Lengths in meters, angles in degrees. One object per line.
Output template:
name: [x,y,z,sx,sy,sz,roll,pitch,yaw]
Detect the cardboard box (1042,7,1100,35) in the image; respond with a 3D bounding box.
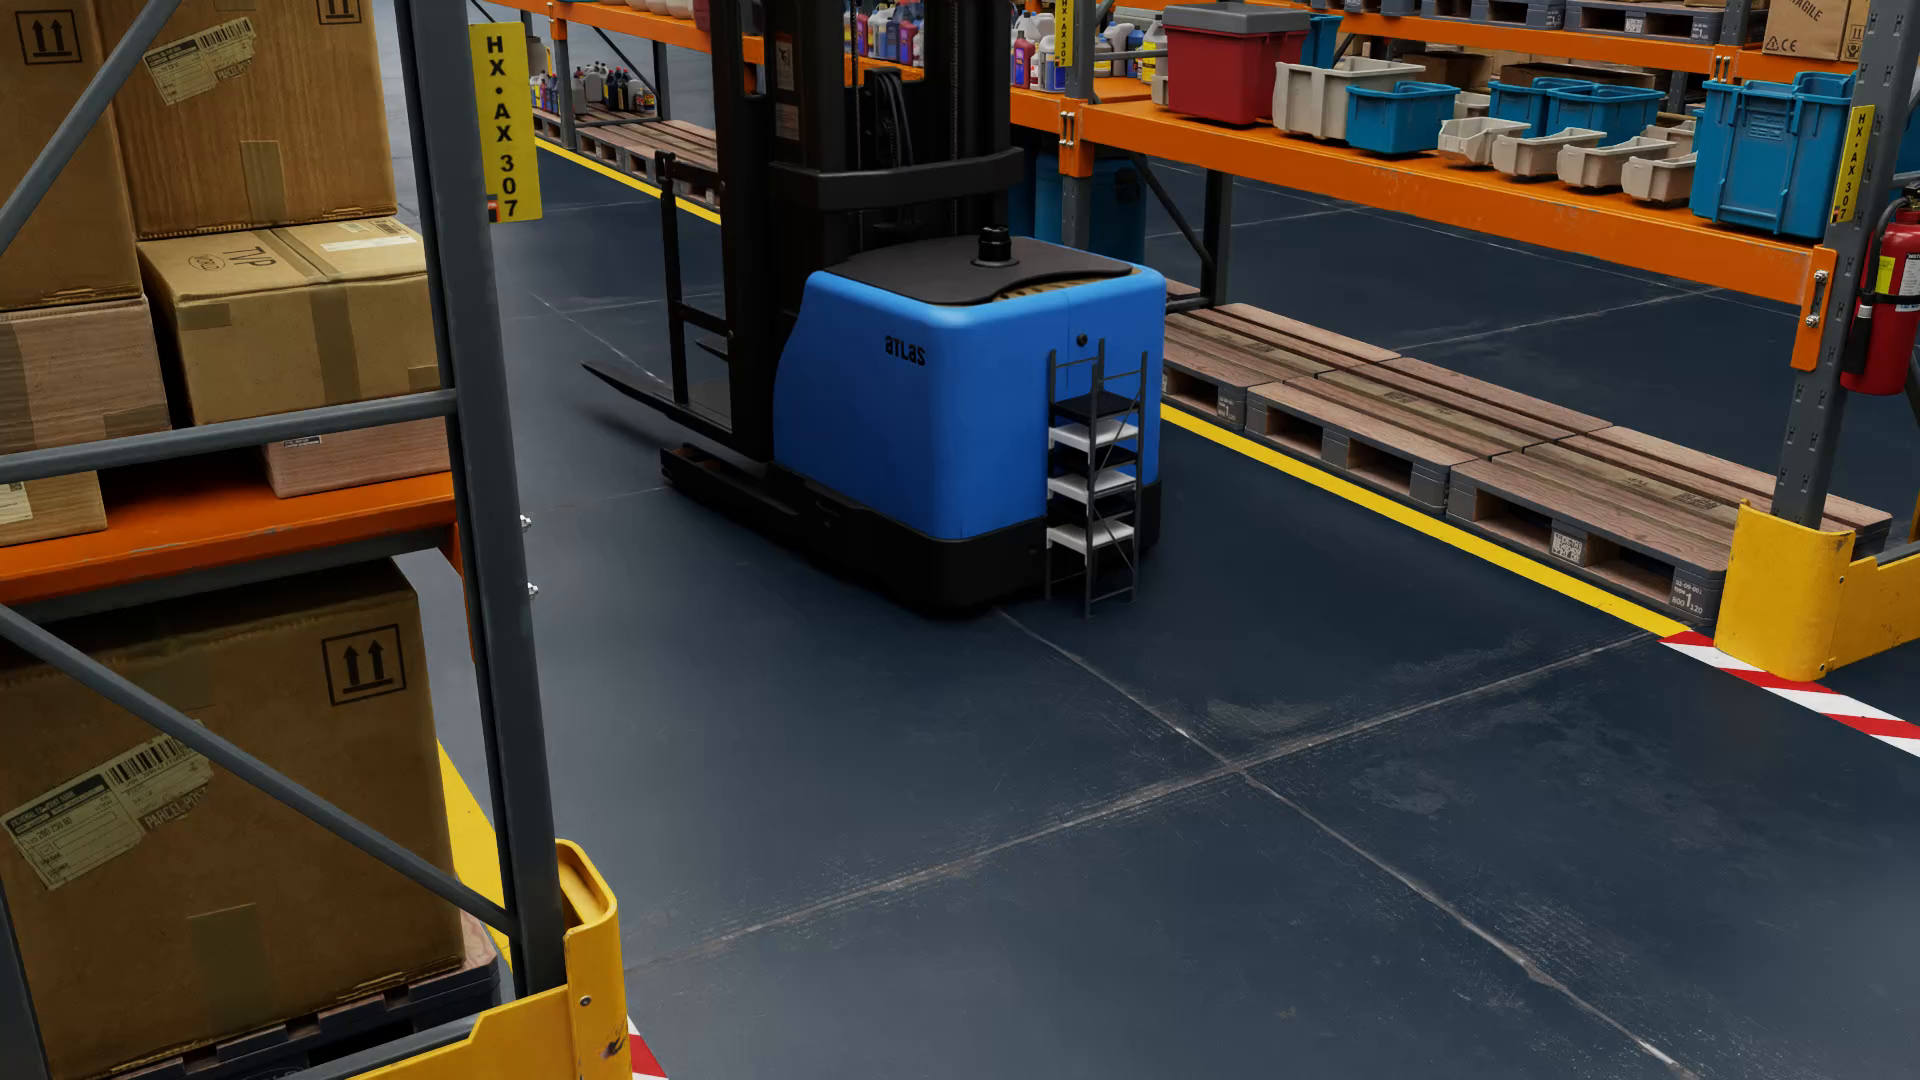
cardboard box: [1.176,-5.422,17.765,0.500,0.500,0.500,-13,25,-28]

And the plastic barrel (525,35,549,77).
plastic barrel: [-4.502,-4.968,17.297,0.421,0.512,0.421,0,22,0]

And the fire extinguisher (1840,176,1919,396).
fire extinguisher: [2.699,-0.762,4.801,0.296,0.674,0.183,-13,25,-28]

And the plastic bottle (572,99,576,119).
plastic bottle: [-3.570,-3.957,15.194,0.097,0.201,0.097,0,22,0]

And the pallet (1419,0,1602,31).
pallet: [4.184,-3.931,12.254,1.003,0.211,1.213,-13,25,-28]

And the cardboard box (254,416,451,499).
cardboard box: [-1.143,-0.217,3.194,0.380,0.149,0.250,-12,25,-28]

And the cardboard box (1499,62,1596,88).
cardboard box: [4.425,-3.436,12.521,0.500,0.250,0.500,-13,26,-29]

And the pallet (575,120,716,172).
pallet: [-2.682,-3.453,14.527,1.003,0.211,1.213,-13,25,-28]

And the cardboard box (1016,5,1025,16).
cardboard box: [0.473,-5.484,17.917,0.500,0.500,0.500,-13,25,-28]

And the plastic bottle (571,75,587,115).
plastic bottle: [-3.570,-4.149,15.470,0.144,0.351,0.185,-13,25,-28]

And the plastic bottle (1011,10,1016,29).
plastic bottle: [0.249,-2.701,9.039,0.144,0.351,0.185,-13,25,-28]

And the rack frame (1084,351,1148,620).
rack frame: [0.518,-0.174,5.544,0.240,0.900,0.006,-17,27,-35]

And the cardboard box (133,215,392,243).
cardboard box: [-1.529,-0.597,3.601,0.500,0.250,0.500,-13,25,-29]

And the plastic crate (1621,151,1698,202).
plastic crate: [2.441,-1.242,5.654,0.396,0.136,0.243,-13,25,-28]

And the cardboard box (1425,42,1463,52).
cardboard box: [5.791,-5.708,19.107,0.700,0.500,0.500,-12,25,-26]

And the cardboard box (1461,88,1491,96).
cardboard box: [4.130,-3.269,13.106,0.500,0.500,0.500,-14,26,-30]

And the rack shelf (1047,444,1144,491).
rack shelf: [0.455,-0.256,5.596,0.258,0.077,0.200,-17,27,-35]

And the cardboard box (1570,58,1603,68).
cardboard box: [6.868,-5.060,17.513,0.700,0.500,0.500,-13,25,-28]

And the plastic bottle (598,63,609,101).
plastic bottle: [-3.486,-4.508,16.353,0.144,0.351,0.185,-13,25,-29]

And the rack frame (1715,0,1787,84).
rack frame: [5.230,-3.354,10.579,1.000,3.000,0.127,-13,25,-28]

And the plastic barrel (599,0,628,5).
plastic barrel: [-2.817,-4.703,13.718,0.433,0.535,0.433,0,22,0]

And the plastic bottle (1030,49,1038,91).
plastic bottle: [0.408,-2.408,8.515,0.097,0.201,0.097,0,22,0]

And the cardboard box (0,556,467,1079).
cardboard box: [-1.641,0.443,3.501,0.875,0.875,0.875,-13,25,-28]

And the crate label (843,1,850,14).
crate label: [-0.966,-3.828,11.968,0.303,0.233,0.416,-13,25,-28]

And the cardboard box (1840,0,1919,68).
cardboard box: [5.520,-3.017,9.619,0.500,0.500,0.500,-12,25,-27]

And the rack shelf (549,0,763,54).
rack shelf: [-2.095,-4.011,13.151,1.077,0.370,4.000,-13,25,-28]

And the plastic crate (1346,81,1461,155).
plastic crate: [1.744,-1.673,6.586,0.416,0.233,0.300,-13,25,-28]

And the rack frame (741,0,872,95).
rack frame: [-1.073,-3.697,11.423,1.000,3.000,0.127,-13,25,-28]

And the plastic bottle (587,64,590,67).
plastic bottle: [-3.770,-4.687,16.883,0.061,0.283,0.133,-12,25,-27]

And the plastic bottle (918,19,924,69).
plastic bottle: [-0.141,-2.810,9.406,0.152,0.276,0.135,-13,25,-28]

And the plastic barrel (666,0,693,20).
plastic barrel: [-1.998,-4.177,12.456,0.421,0.512,0.421,0,22,0]

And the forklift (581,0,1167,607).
forklift: [-0.574,-1.618,6.399,1.130,2.935,3.031,-17,27,-35]

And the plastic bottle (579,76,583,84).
plastic bottle: [-3.767,-4.522,16.585,0.097,0.201,0.097,0,22,0]

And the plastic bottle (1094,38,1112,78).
plastic bottle: [0.776,-2.622,9.041,0.097,0.201,0.097,0,22,0]

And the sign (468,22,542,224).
sign: [-0.765,-0.697,2.788,0.100,0.325,0.005,-13,25,-28]

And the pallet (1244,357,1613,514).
pallet: [2.006,-0.484,7.223,1.003,0.211,1.213,-13,25,-28]

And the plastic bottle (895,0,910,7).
plastic bottle: [-0.382,-3.519,11.141,0.061,0.283,0.133,-13,25,-28]

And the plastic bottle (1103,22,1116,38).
plastic bottle: [0.838,-2.727,9.207,0.097,0.271,0.097,0,22,0]

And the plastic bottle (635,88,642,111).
plastic bottle: [-3.006,-4.152,15.676,0.097,0.201,0.097,0,22,0]

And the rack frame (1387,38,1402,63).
rack frame: [5.400,-6.897,19.297,1.000,3.000,0.127,-13,25,-28]

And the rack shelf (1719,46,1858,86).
rack shelf: [6.252,-2.373,9.121,1.077,0.370,4.000,-13,25,-28]

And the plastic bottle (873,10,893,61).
plastic bottle: [-0.422,-2.988,9.844,0.152,0.276,0.135,-13,25,-28]

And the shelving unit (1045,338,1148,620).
shelving unit: [0.455,-0.204,5.618,0.258,0.900,0.210,-17,27,-35]

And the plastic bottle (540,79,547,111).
plastic bottle: [-3.911,-4.197,15.677,0.061,0.283,0.133,-11,24,-25]

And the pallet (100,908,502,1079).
pallet: [-1.721,0.894,3.833,1.003,0.211,1.213,-13,25,-28]

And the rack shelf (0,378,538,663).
rack shelf: [-2.267,-0.469,4.436,1.077,0.370,4.000,-13,25,-28]

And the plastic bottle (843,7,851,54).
plastic bottle: [-0.672,-3.125,10.186,0.097,0.271,0.097,0,22,0]

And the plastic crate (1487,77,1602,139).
plastic crate: [2.344,-1.724,6.712,0.416,0.233,0.300,-13,25,-28]

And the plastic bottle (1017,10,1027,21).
plastic bottle: [0.384,-3.015,9.916,0.097,0.271,0.097,0,22,0]
